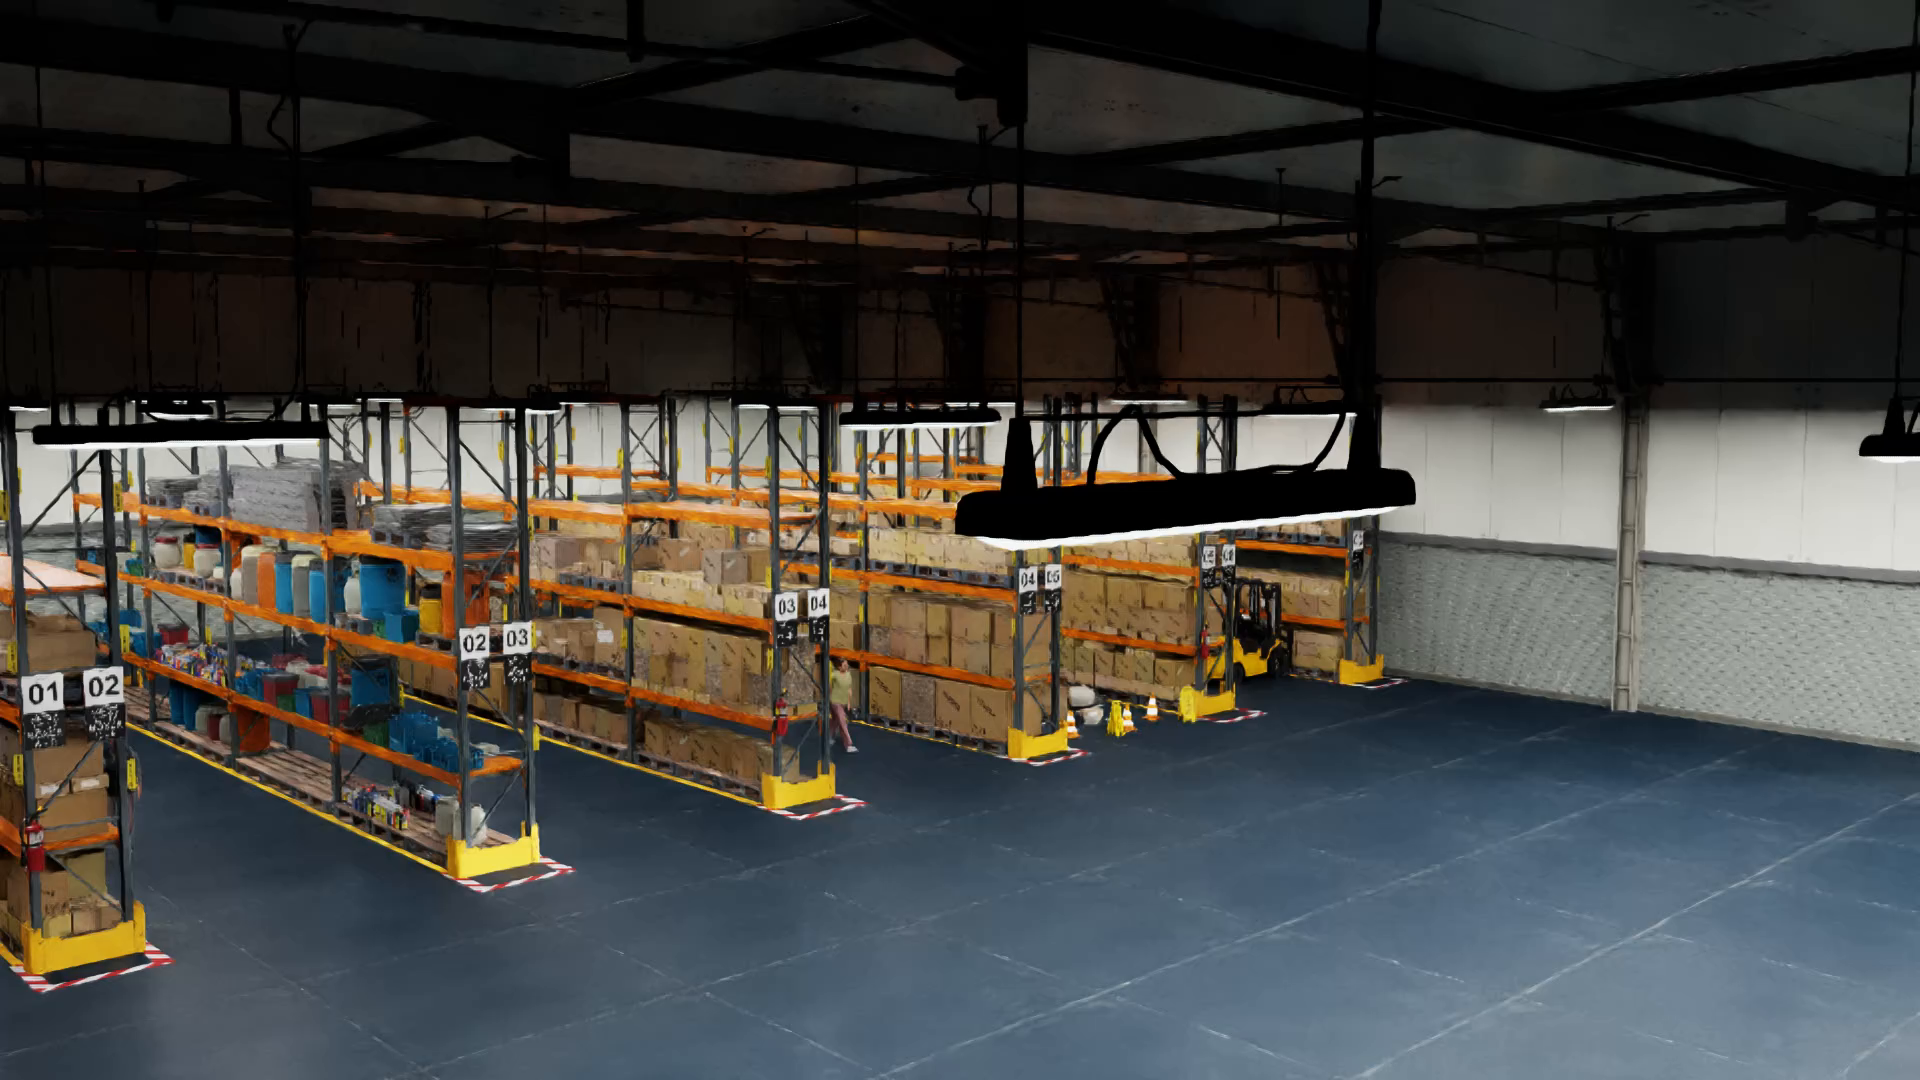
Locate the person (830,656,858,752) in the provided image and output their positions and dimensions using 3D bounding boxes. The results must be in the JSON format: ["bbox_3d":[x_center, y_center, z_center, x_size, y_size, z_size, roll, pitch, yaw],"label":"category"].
[{"bbox_3d":[-2.015,2.779,28.447,1.095,1.570,0.447,5,8,45],"label":"person"}]

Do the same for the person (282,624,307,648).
[{"bbox_3d":[-15.729,1.663,39.034,0.703,1.779,0.459,1,6,12],"label":"person"}]

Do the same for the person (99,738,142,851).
[{"bbox_3d":[-11.241,3.366,22.146,0.534,1.674,0.677,5,8,45],"label":"person"}]
